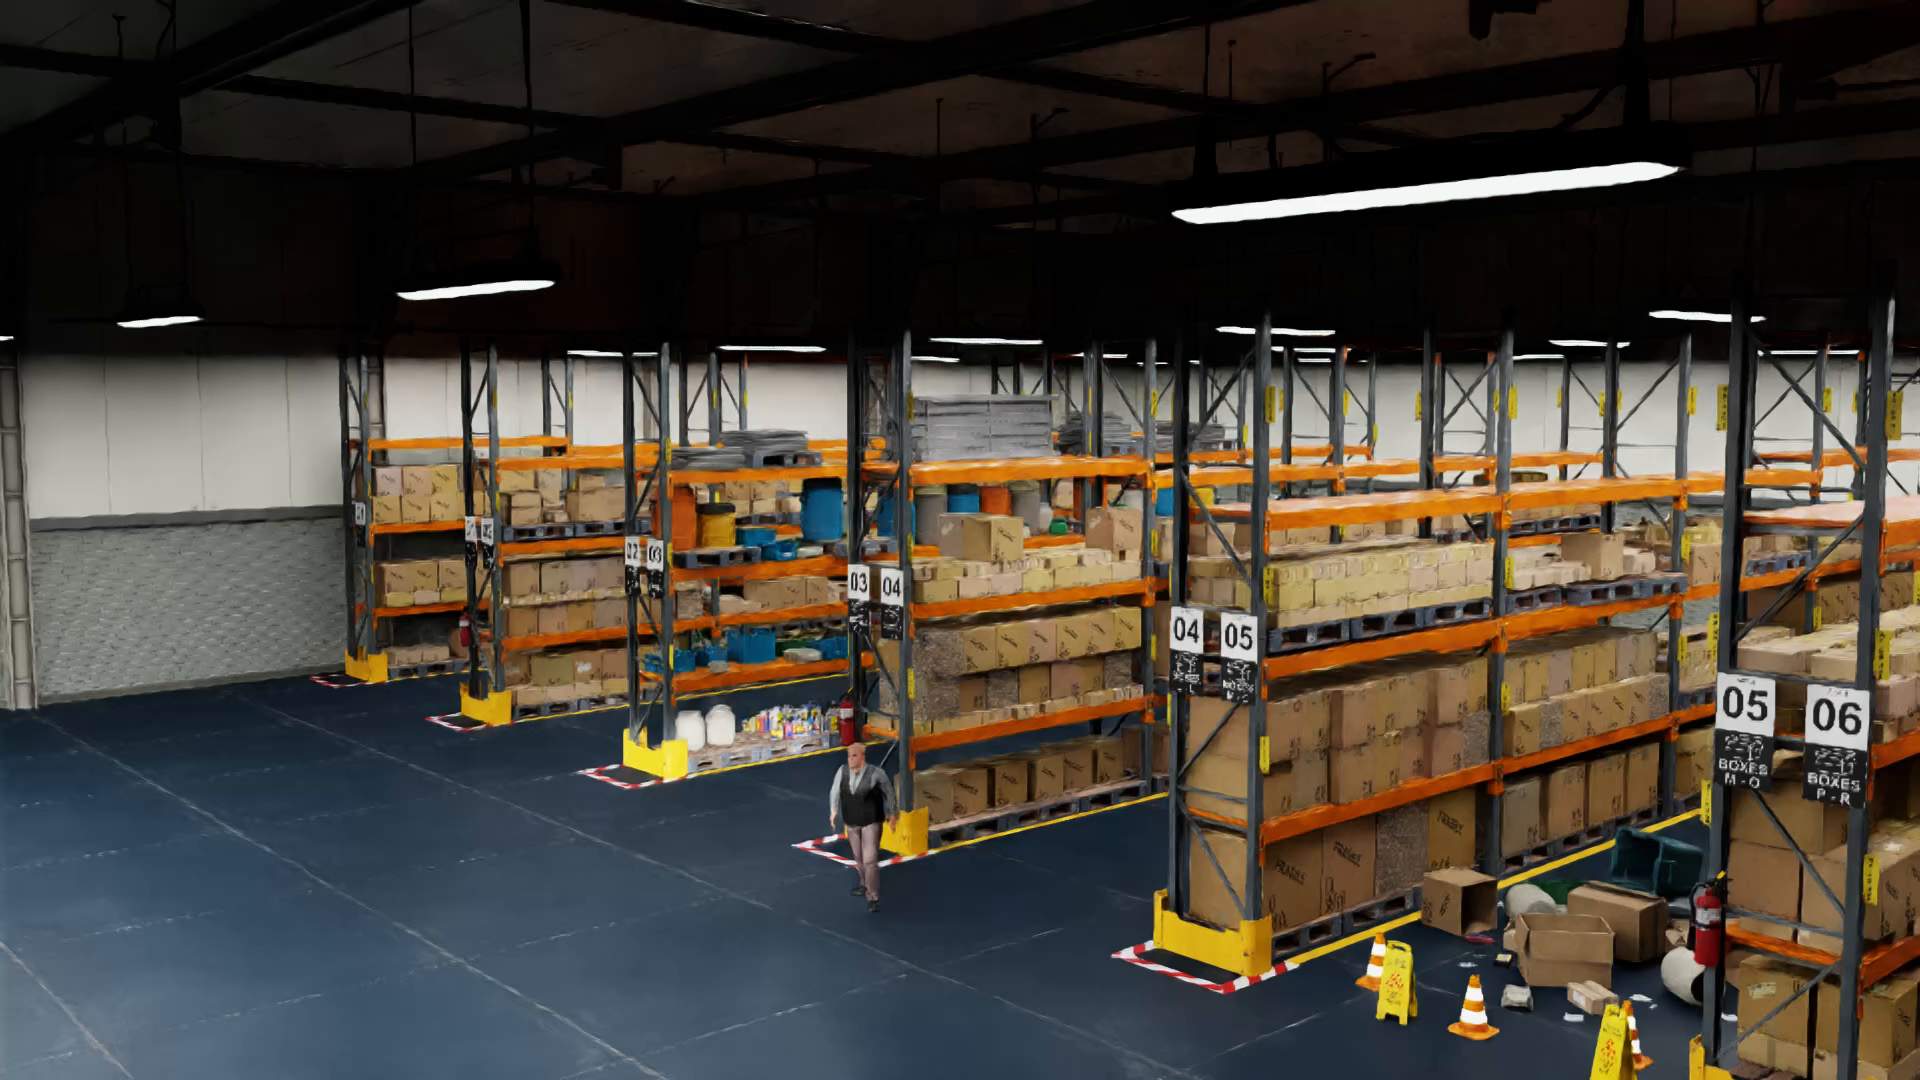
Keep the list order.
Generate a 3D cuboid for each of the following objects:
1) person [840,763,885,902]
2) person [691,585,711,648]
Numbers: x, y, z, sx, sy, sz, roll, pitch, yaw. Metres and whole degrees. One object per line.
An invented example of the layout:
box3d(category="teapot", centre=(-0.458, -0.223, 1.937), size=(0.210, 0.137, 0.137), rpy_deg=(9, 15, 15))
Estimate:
box3d(category="person", centre=(-0.920, 2.904, 16.765), size=(0.526, 1.381, 0.694), rpy_deg=(3, 6, 28))
box3d(category="person", centre=(-4.929, 1.411, 31.938), size=(0.942, 1.662, 0.537), rpy_deg=(-5, 7, -43))
